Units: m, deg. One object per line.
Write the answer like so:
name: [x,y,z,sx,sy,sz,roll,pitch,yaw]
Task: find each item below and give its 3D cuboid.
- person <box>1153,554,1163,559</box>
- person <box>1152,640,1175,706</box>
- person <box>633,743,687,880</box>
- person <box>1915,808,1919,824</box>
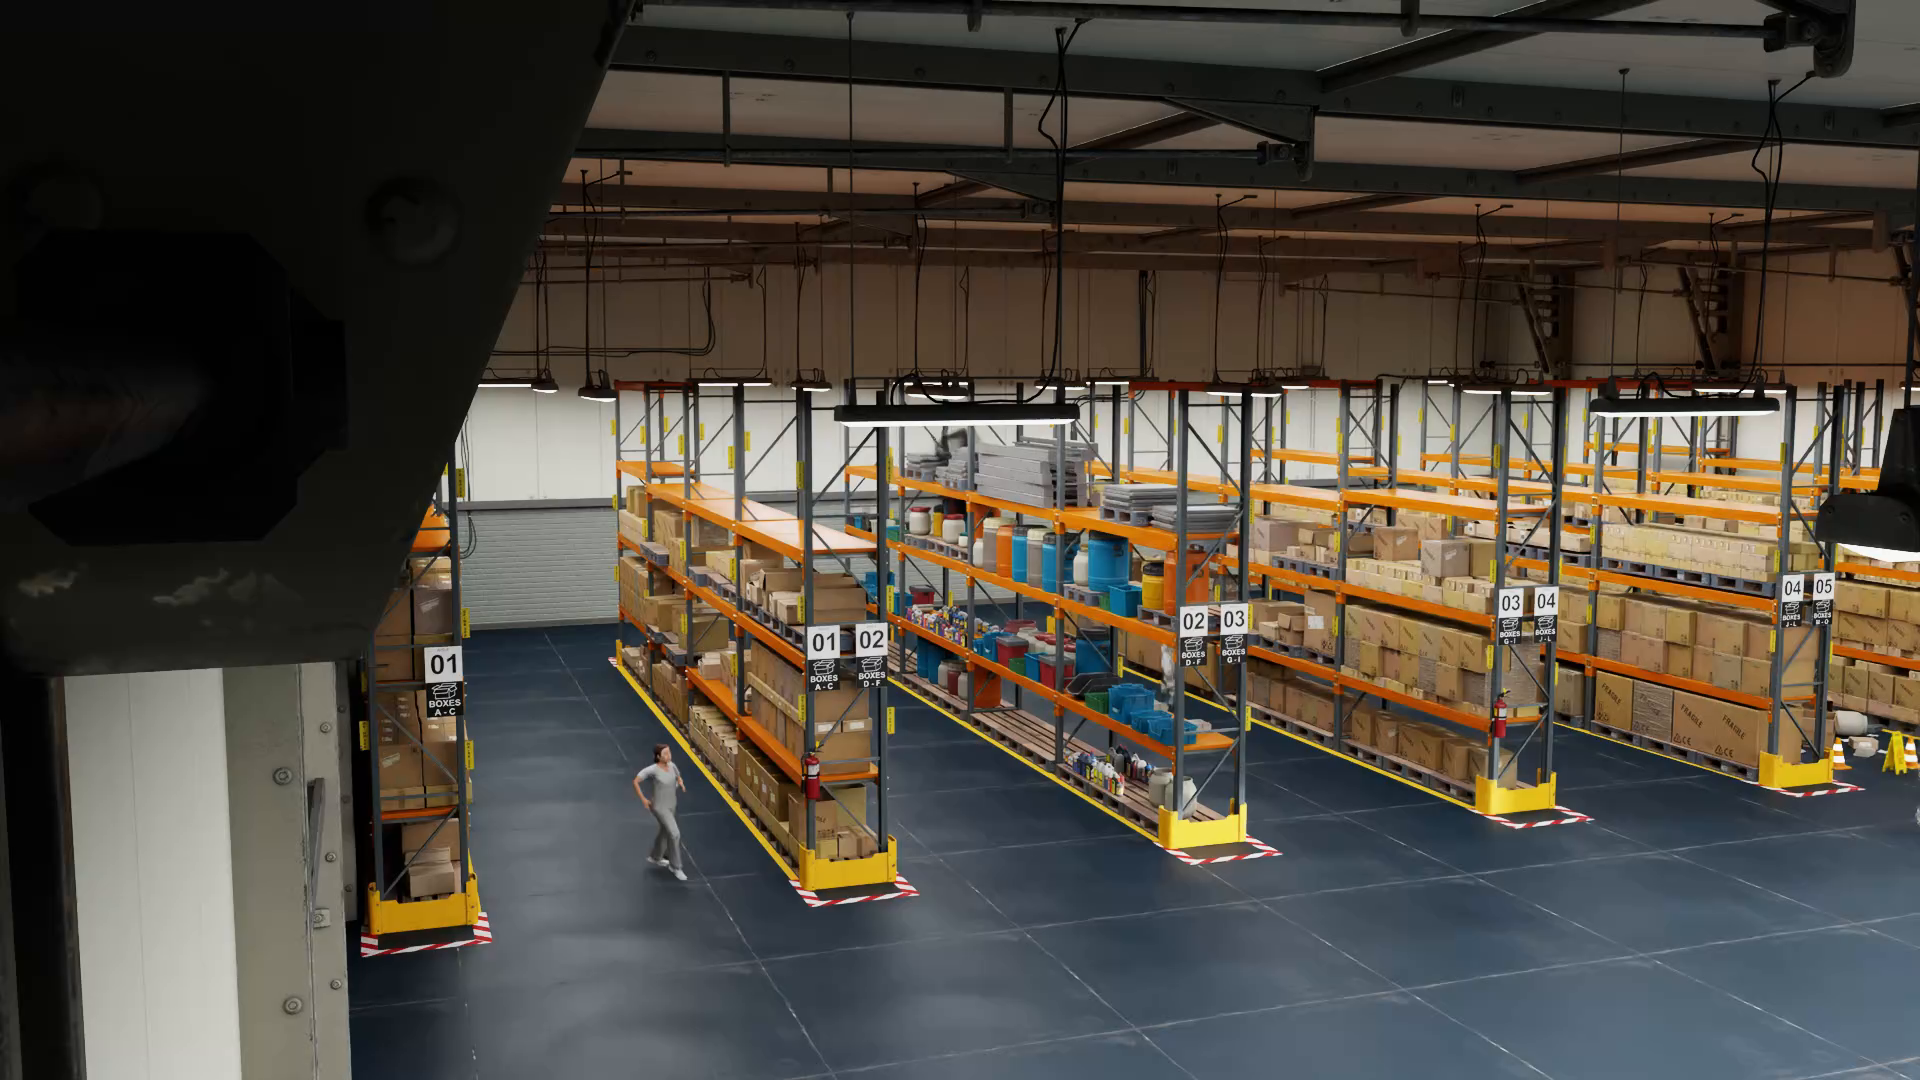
person: [4.792,1.223,40.134,0.642,1.818,0.829,-2,6,-17]
person: [3.839,2.144,30.048,0.667,1.634,1.150,0,6,-2]
person: [-3.698,3.345,20.536,0.714,1.717,0.662,4,7,33]
person: [13.313,3.102,22.430,0.710,1.734,0.628,-6,8,-44]
